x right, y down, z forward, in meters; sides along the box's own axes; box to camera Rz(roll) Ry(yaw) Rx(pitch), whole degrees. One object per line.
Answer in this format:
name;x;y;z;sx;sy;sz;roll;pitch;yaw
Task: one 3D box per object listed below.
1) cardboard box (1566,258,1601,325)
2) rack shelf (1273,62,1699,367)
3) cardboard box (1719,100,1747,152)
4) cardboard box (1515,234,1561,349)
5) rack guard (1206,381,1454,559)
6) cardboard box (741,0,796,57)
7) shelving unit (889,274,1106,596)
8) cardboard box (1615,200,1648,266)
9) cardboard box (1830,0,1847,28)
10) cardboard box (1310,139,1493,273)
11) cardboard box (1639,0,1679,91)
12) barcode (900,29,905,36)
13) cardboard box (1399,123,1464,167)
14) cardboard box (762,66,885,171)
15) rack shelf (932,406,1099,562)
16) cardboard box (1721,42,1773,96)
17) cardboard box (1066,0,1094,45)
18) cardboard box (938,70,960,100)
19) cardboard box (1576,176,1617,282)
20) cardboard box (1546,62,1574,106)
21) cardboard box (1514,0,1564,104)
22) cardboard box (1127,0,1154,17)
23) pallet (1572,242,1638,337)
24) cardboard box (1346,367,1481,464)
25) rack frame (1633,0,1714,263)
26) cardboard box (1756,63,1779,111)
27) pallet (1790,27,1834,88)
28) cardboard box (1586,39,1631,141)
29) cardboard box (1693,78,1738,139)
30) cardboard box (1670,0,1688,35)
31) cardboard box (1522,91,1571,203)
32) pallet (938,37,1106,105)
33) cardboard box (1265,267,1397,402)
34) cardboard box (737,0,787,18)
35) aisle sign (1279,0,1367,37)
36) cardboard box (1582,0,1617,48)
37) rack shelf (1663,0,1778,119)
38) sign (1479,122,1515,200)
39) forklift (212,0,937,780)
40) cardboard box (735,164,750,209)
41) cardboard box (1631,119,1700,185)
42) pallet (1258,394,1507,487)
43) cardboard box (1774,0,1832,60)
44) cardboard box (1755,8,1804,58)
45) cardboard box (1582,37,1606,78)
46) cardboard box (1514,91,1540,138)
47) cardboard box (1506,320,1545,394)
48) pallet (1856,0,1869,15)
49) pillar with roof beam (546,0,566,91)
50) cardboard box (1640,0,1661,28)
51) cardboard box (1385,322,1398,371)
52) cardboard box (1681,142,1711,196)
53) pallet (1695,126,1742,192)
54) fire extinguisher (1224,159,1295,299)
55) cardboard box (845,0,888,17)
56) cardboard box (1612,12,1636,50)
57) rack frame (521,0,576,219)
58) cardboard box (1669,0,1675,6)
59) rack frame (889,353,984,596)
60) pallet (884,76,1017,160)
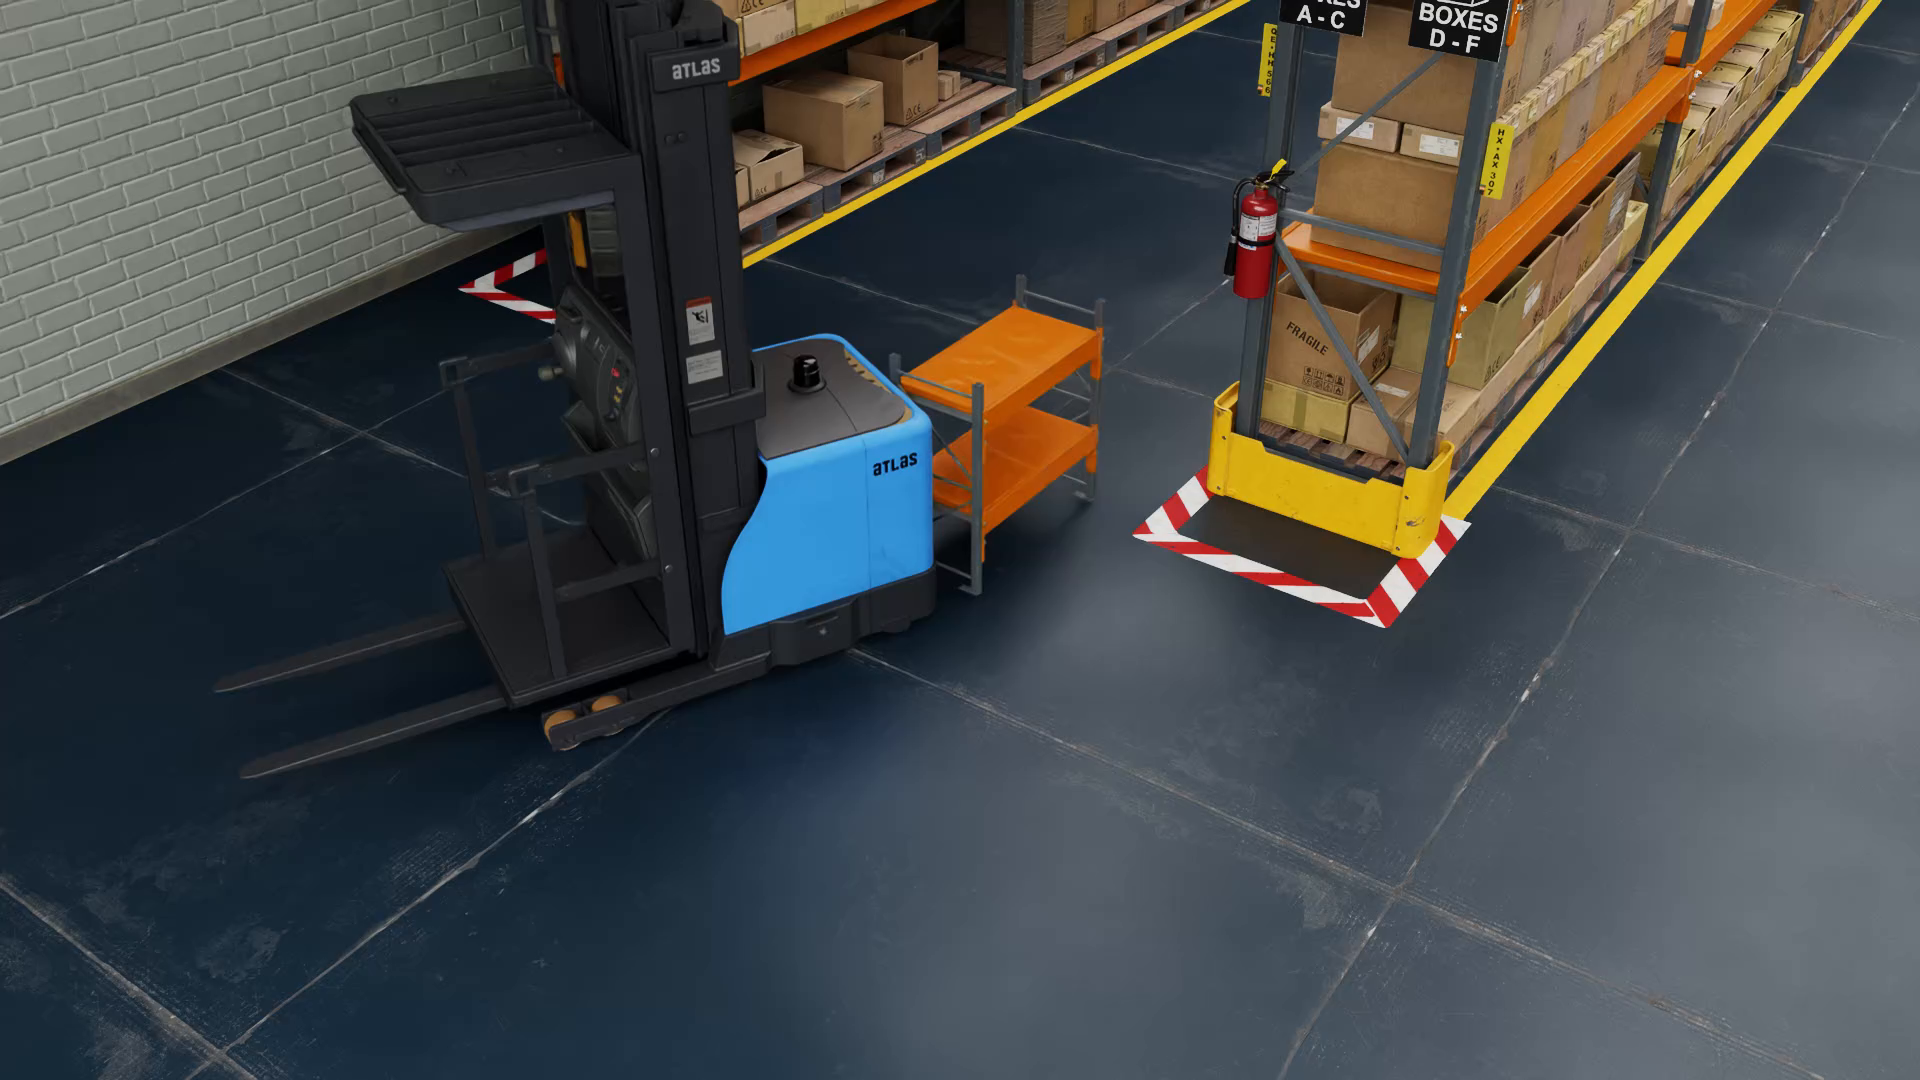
cardboard box;3.478;-1.544;9.935;0.500;0.250;0.500;21;39;28
rack shelf;2.988;-2.035;9.224;1.077;0.370;4.000;21;39;28
cardboard box;5.439;-3.103;12.240;0.500;0.250;0.500;22;40;29
cardboard box;2.895;-1.399;9.051;0.500;0.500;0.500;21;39;28
rack guard;1.834;-0.366;8.345;1.175;0.500;0.348;21;39;28
cardboard box;-1.400;-3.306;10.577;0.500;0.250;0.500;20;39;27
shelving unit;0.189;-0.521;8.017;0.538;1.125;1.048;22;40;29
cardboard box;4.044;-2.005;10.617;0.500;0.250;0.500;21;39;28
cardboard box;7.488;-4.831;14.555;0.500;0.500;0.500;21;39;28
cardboard box;2.125;-1.665;7.945;0.700;0.500;0.500;21;39;28
cardboard box;3.881;-3.089;10.051;0.700;0.500;0.500;20;39;27
barcode;-0.448;-3.942;12.954;0.001;0.075;0.075;21;39;28
cardboard box;2.249;-1.835;7.617;0.380;0.149;0.250;21;39;28
cardboard box;-0.971;-3.014;11.868;0.700;0.500;0.500;19;38;25
rack shelf;0.189;-0.319;8.154;0.538;0.278;1.000;22;40;29
cardboard box;5.732;-3.569;12.429;0.500;0.311;0.500;21;39;28
cardboard box;0.717;-4.579;14.182;0.700;0.500;0.500;20;39;27
cardboard box;-0.223;-3.587;13.013;0.380;0.166;0.250;16;37;22
cardboard box;3.467;-1.858;9.731;0.500;0.500;0.500;21;39;28
cardboard box;2.836;-2.310;8.320;0.380;0.149;0.250;20;39;27
cardboard box;2.450;-2.471;7.978;0.700;0.500;0.500;20;39;27
cardboard box;1.321;-5.036;14.858;0.700;0.500;0.500;21;39;28
pallet;3.641;-1.746;10.643;1.003;0.211;1.213;21;39;28
cardboard box;2.337;-0.624;8.574;0.500;0.250;0.500;21;39;28
rack frame;4.129;-3.254;10.384;1.000;3.000;0.127;21;39;28
cardboard box;6.019;-3.571;12.933;0.500;0.250;0.500;21;39;28
pallet;6.866;-4.271;14.377;1.003;0.211;1.213;21;39;28
cardboard box;3.296;-2.614;9.349;0.700;0.500;0.500;22;40;29
cardboard box;5.153;-3.099;11.734;0.500;0.311;0.500;20;39;27
cardboard box;4.374;-3.432;10.781;0.500;0.250;0.500;24;41;31
cardboard box;2.708;-2.135;8.640;0.700;0.500;0.500;22;40;28
pallet;0.500;-4.038;14.032;1.003;0.211;1.213;21;39;28
cardboard box;1.909;-1.100;8.610;0.500;0.500;0.500;21;39;28
cardboard box;-1.415;-3.598;10.340;0.500;0.500;0.500;21;40;28
aisle sign;1.569;-2.553;7.027;0.394;0.787;0.004;21;39;28
cardboard box;3.023;-2.933;8.663;0.700;0.500;0.500;21;39;28
rack shelf;5.269;-3.876;11.946;1.077;0.370;4.000;21;39;28
sign;2.301;-1.624;7.131;0.100;0.325;0.005;21;39;28
forklift;-1.645;-0.675;6.632;3.031;2.935;1.130;-17;38;-24
cardboard box;-1.755;-2.351;11.057;0.500;0.311;0.500;17;37;23
cardboard box;4.569;-2.632;11.043;0.500;0.311;0.500;21;40;28
pallet;2.250;-0.623;8.983;1.003;0.211;1.213;21;39;28
cardboard box;6.904;-4.359;13.857;0.500;0.500;0.500;23;40;30
cardboard box;6.313;-4.042;13.128;0.500;0.311;0.500;22;40;29
cardboard box;3.126;-2.542;8.663;0.380;0.149;0.250;22;40;29
cardboard box;2.540;-2.071;7.967;0.380;0.149;0.250;21;40;28
cardboard box;2.904;-1.085;9.256;0.500;0.250;0.500;21;39;28
pallet;8.258;-5.394;16.038;1.003;0.211;1.213;21;39;28
pillar with roof beam;1.002;-4.702;7.170;9.100;9.000;0.400;21;39;28
cardboard box;3.711;-3.015;9.362;0.380;0.149;0.250;21;39;28
cardboard box;2.186;-1.023;9.165;0.500;0.250;0.500;21;39;28
cardboard box;4.855;-2.630;11.541;0.500;0.250;0.500;22;40;29
pallet;5.212;-3.014;12.518;1.003;0.211;1.213;21;39;28
fire extinguisher;1.399;-1.475;7.822;0.296;0.674;0.183;21;39;28
cardboard box;-0.815;-3.771;11.264;0.500;0.250;0.500;22;40;29
cardboard box;3.424;-2.786;9.024;0.380;0.149;0.250;22;40;29
rack frame;-2.224;-2.993;9.999;1.000;3.000;0.127;21;39;28
cardboard box;4.007;-3.257;9.720;0.380;0.149;0.250;20;39;27
rack frame;-0.107;-0.290;7.675;0.500;1.125;0.032;22;40;29
pallet;-0.297;-3.359;13.028;1.003;0.211;1.213;21;39;28
